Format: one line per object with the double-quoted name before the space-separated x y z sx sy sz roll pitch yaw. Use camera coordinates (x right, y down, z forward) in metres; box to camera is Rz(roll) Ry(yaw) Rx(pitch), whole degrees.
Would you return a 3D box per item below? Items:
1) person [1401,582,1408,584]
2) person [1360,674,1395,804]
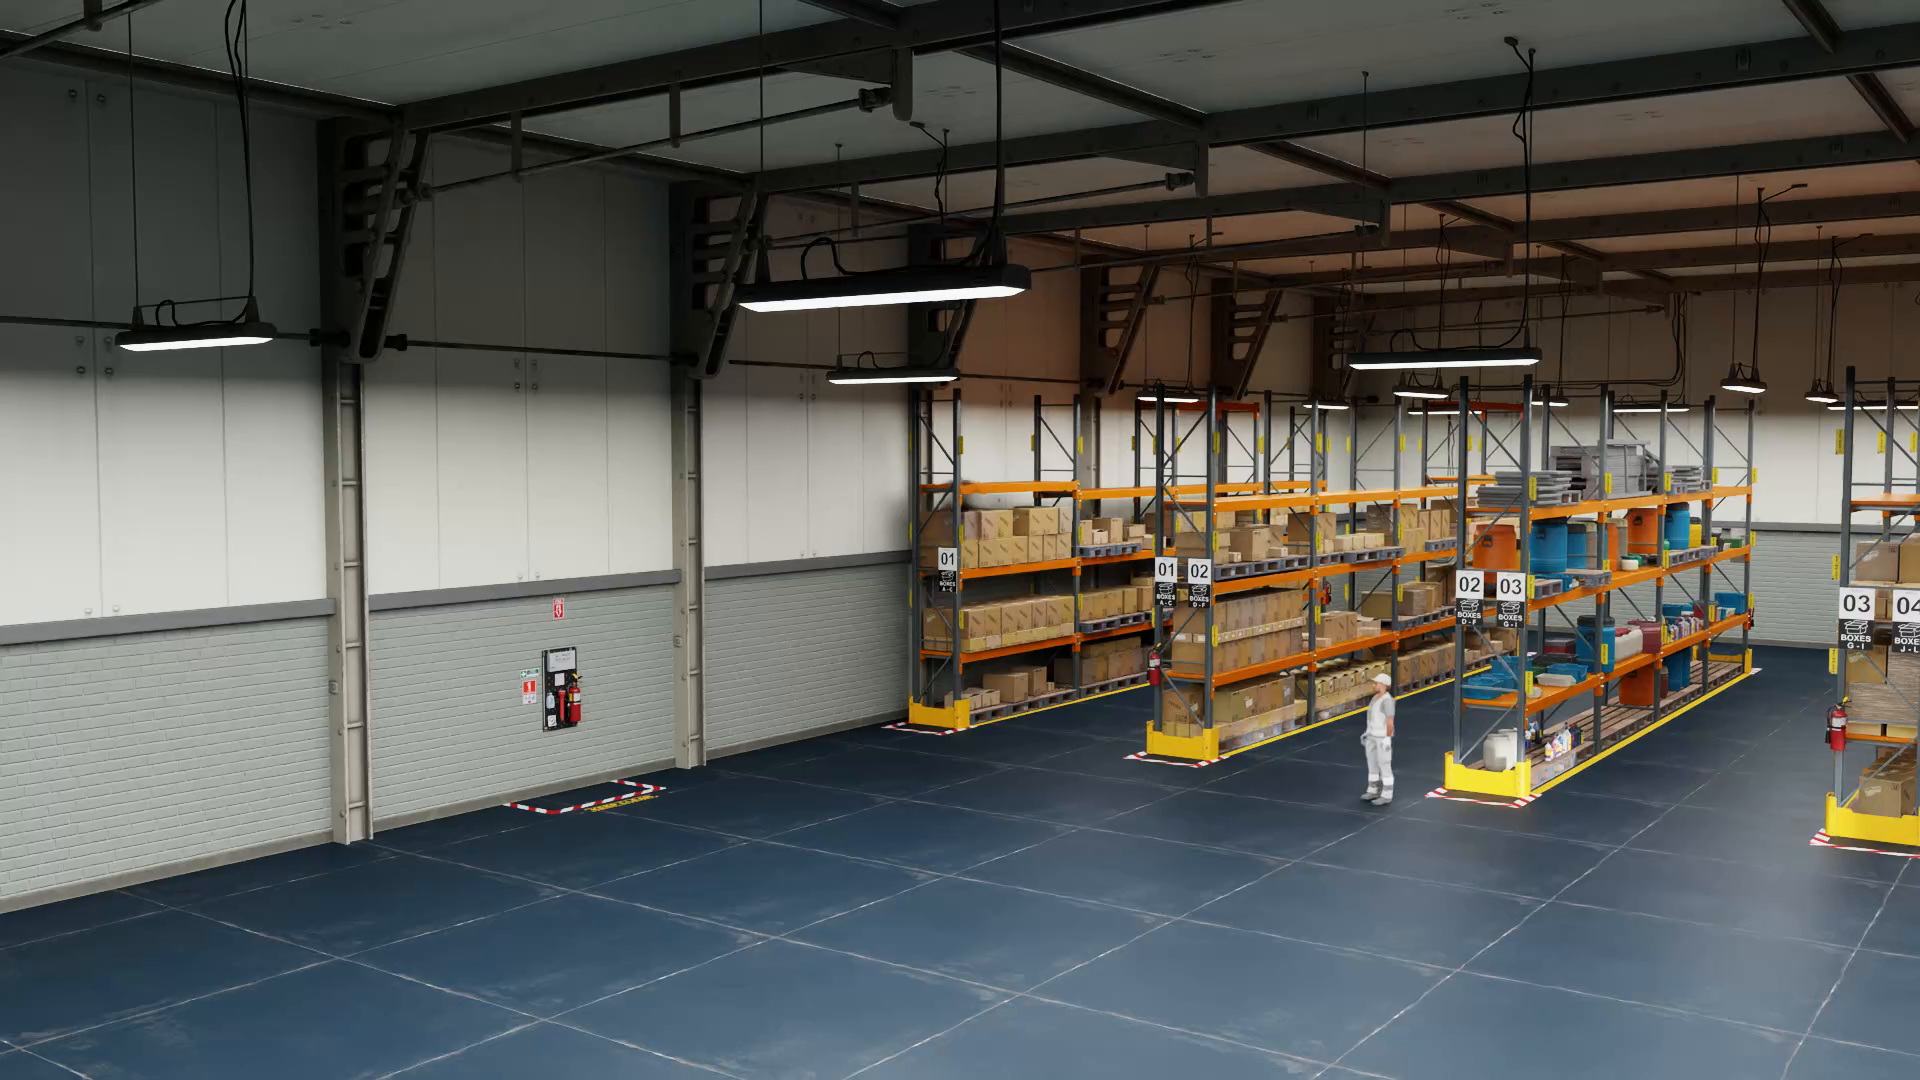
"person" 10.641 1.877 39.545 0.599 1.797 0.429 -2 4 -34
"person" 5.858 2.770 23.335 0.404 1.792 0.602 -1 4 -24
